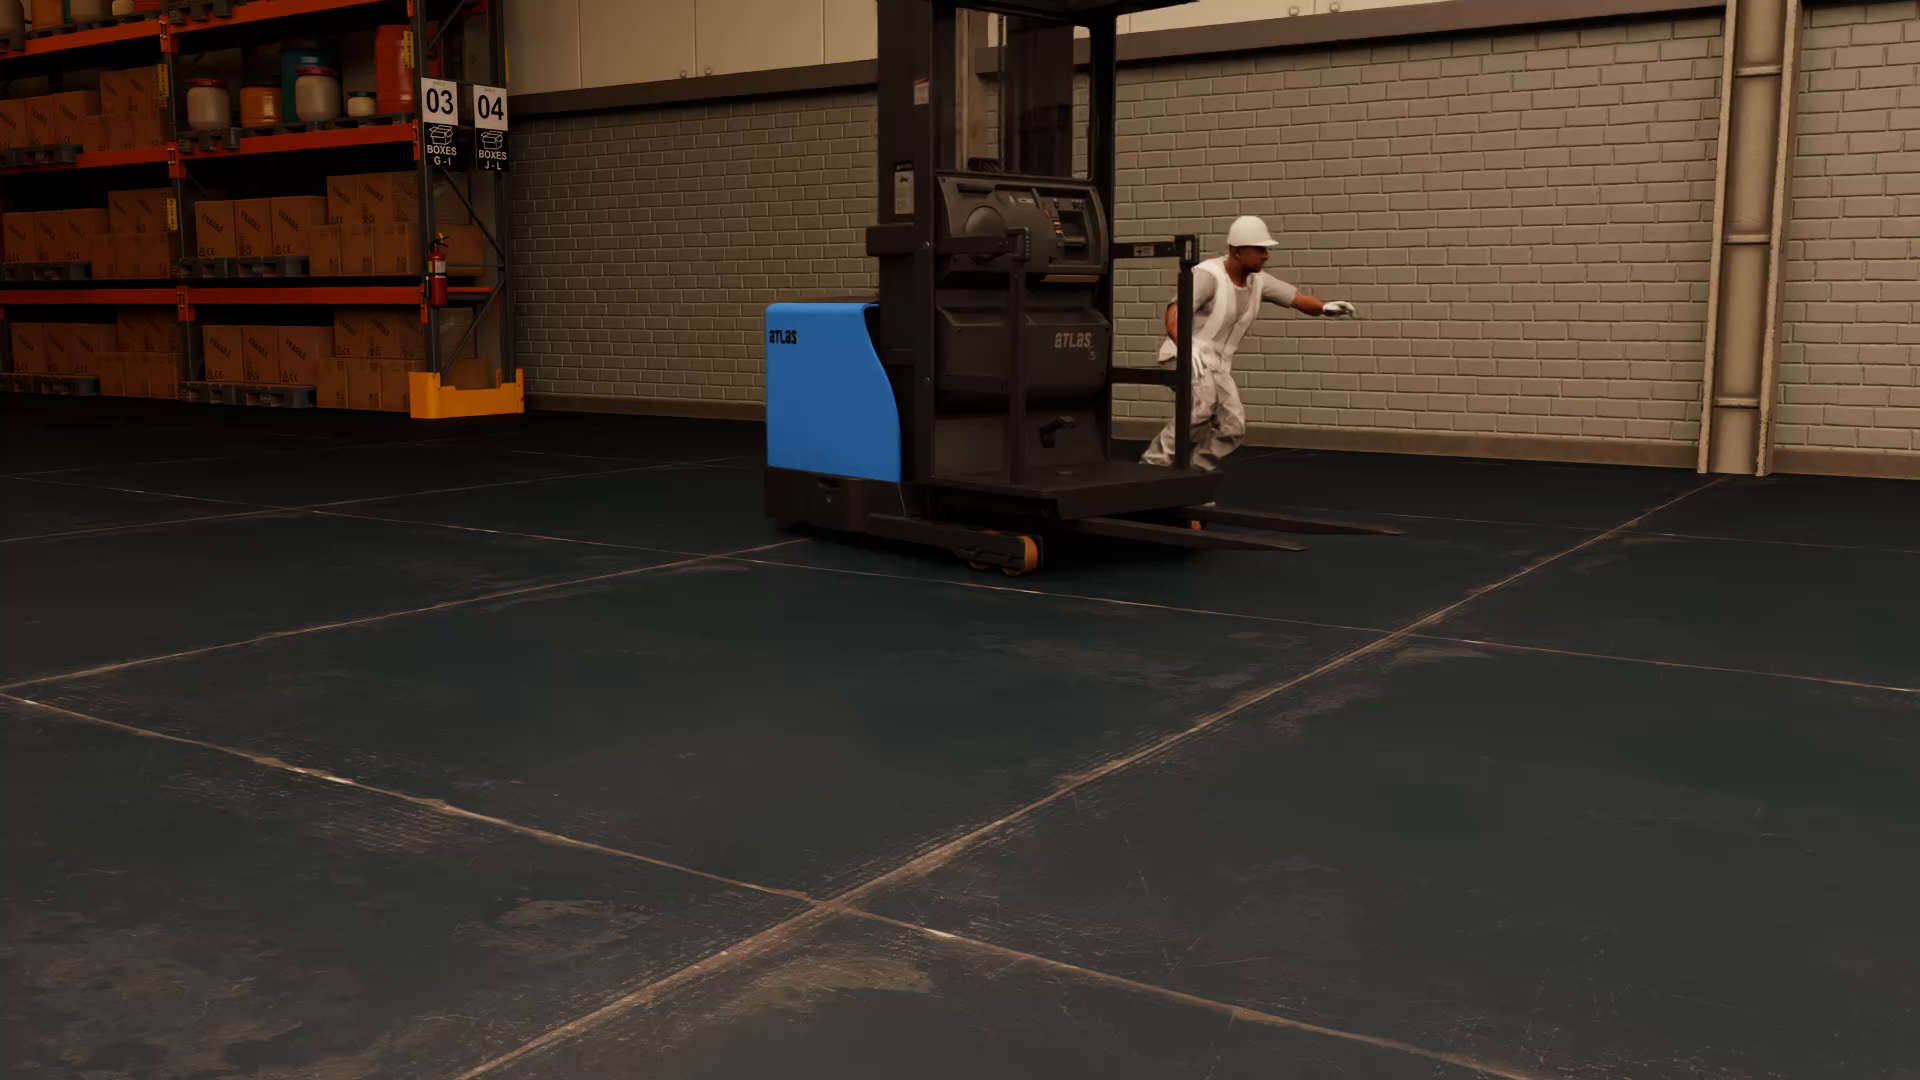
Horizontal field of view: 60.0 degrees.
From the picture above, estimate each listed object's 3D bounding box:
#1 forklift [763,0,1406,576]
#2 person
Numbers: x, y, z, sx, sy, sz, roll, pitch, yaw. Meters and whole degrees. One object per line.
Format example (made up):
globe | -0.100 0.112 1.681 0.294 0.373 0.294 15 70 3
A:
forklift | 0.420 -1.387 6.949 1.130 2.935 3.031 -7 11 -41
person | 1.399 -0.910 8.632 1.171 1.525 0.952 -8 11 -43
